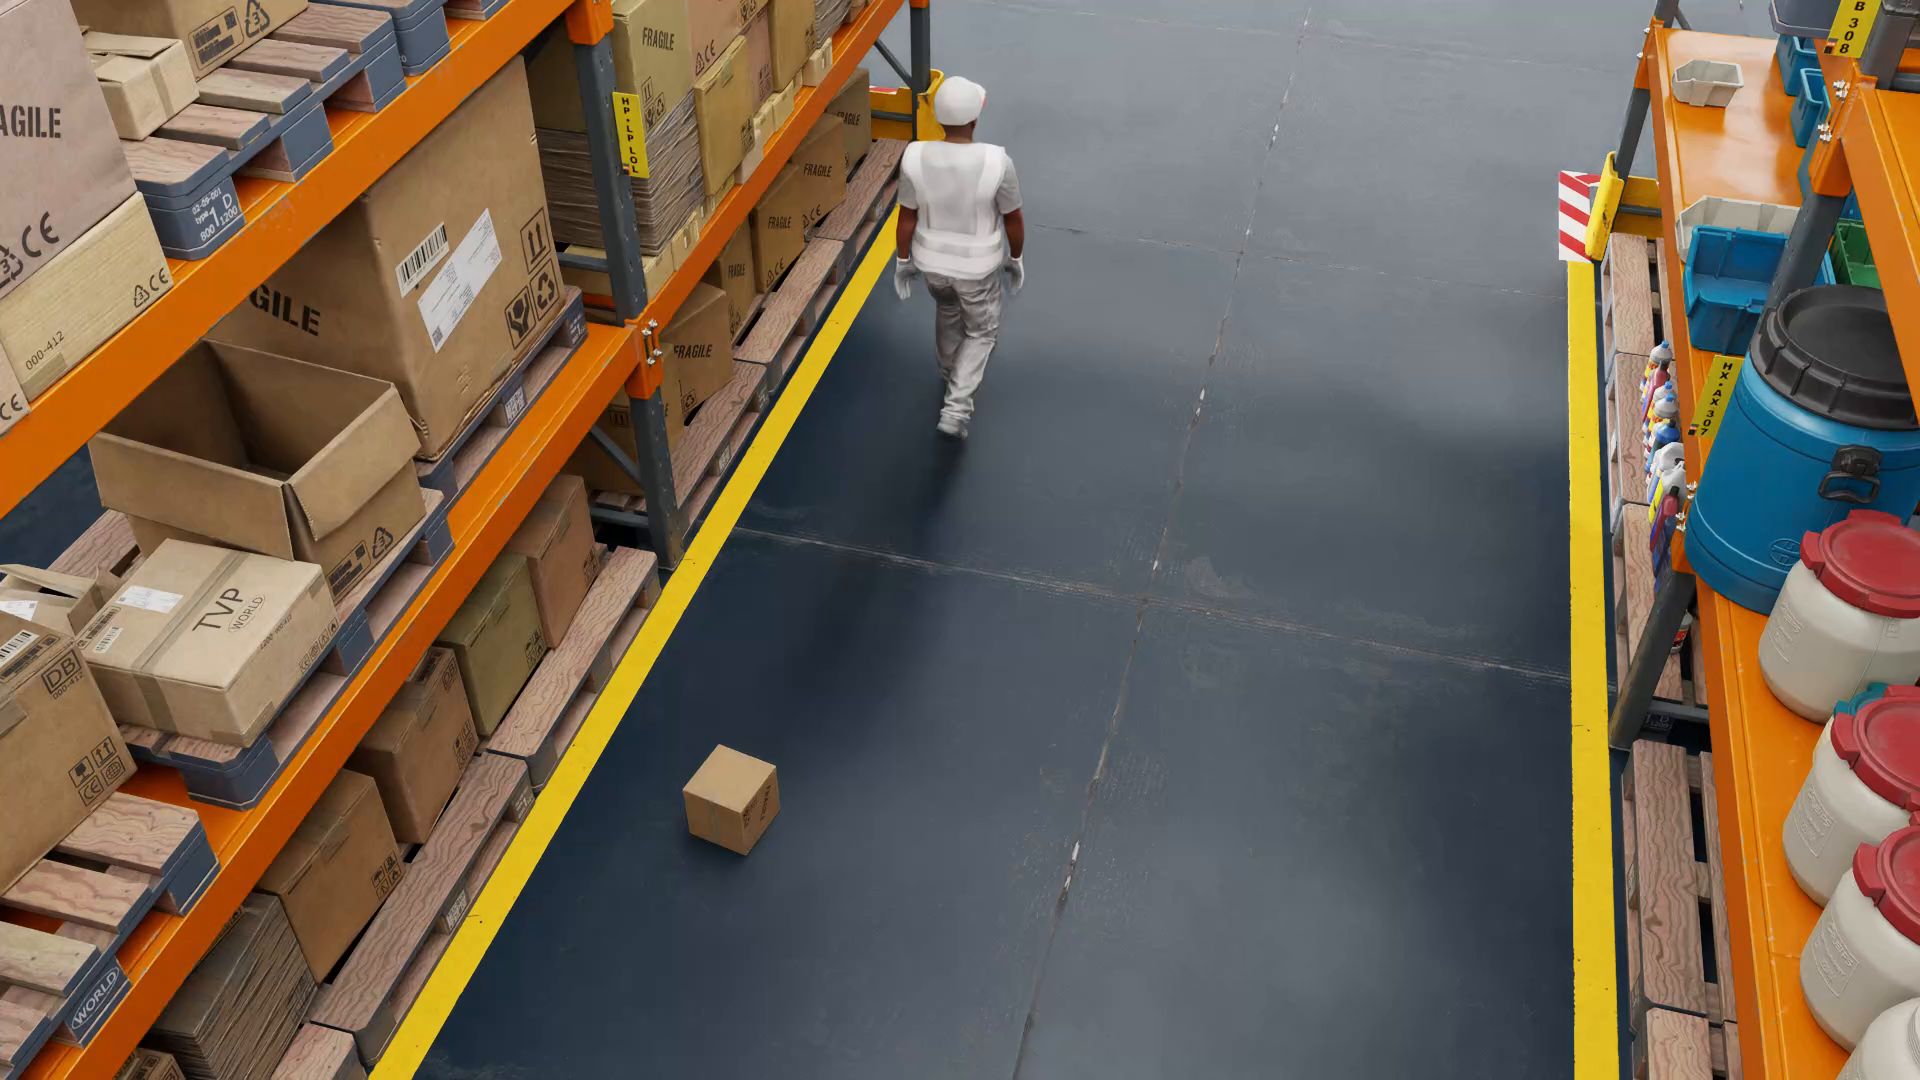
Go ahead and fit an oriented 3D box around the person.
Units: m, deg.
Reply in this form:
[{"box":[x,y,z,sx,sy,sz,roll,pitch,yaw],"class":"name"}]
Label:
[{"box":[-0.007,-1.278,7.627,0.576,1.751,0.937,11,42,13],"class":"person"}]
